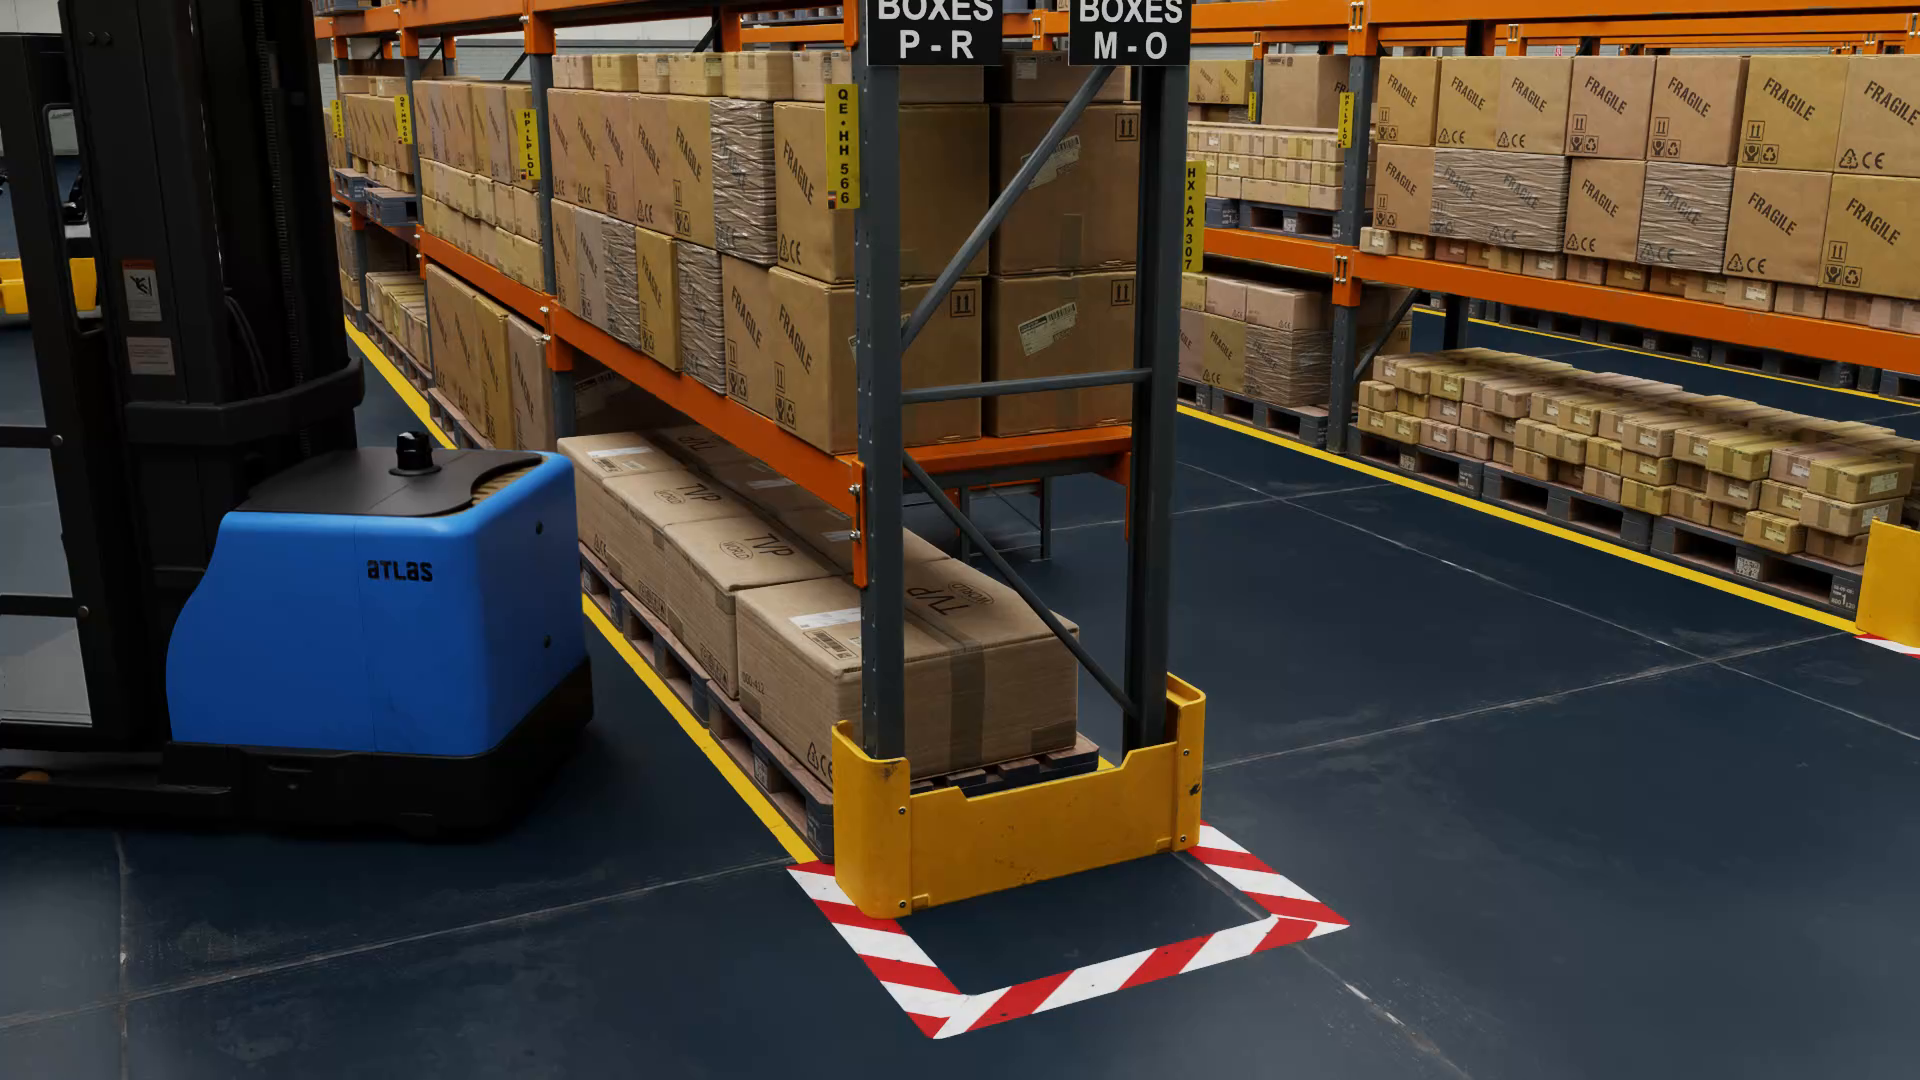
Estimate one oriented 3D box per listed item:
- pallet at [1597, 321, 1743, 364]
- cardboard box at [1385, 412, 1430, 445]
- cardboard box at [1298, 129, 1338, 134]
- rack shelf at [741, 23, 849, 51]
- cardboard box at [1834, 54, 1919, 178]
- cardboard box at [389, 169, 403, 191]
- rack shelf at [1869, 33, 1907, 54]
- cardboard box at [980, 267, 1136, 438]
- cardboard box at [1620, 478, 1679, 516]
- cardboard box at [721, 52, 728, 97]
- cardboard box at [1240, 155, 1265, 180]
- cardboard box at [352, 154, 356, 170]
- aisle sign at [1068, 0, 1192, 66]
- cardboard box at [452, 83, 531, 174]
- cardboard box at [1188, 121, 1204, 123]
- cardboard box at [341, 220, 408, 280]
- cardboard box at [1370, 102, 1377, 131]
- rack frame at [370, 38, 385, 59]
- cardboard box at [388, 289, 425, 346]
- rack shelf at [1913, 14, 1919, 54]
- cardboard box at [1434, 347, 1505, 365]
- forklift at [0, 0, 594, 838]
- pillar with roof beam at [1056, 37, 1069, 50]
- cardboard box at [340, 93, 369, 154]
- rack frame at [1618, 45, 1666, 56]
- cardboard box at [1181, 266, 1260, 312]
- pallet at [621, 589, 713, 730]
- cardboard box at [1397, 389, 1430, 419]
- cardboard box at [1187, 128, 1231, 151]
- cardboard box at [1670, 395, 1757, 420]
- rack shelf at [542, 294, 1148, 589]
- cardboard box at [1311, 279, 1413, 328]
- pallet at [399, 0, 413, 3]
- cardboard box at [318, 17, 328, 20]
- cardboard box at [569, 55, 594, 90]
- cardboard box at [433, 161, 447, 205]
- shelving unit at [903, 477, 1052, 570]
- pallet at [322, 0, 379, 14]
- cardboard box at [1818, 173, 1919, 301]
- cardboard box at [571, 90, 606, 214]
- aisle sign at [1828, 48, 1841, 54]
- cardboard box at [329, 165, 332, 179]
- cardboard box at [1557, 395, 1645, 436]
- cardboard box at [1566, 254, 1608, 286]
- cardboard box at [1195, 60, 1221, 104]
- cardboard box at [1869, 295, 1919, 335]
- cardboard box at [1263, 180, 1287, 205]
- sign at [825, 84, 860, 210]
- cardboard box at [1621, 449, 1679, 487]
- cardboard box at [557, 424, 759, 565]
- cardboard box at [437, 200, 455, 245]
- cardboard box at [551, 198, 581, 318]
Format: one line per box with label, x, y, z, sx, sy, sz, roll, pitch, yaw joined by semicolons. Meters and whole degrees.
pallet;6.396;-1.776;14.557;1.003;0.211;1.213;-8;18;-25
cardboard box;2.824;-0.693;10.136;0.380;0.149;0.250;-7;17;-23
cardboard box;2.620;-2.835;11.807;0.380;0.149;0.250;-8;18;-25
rack shelf;-1.544;-5.632;18.806;1.077;0.370;4.000;-8;18;-25
cardboard box;4.165;-1.820;7.122;0.500;0.500;0.500;-8;18;-26
cardboard box;-4.009;-2.674;12.325;0.380;0.149;0.250;-8;18;-25
rack shelf;10.916;-4.822;15.981;1.077;0.370;4.000;-8;18;-25
cardboard box;0.231;-0.644;5.374;0.500;0.500;0.500;-8;18;-25
cardboard box;3.641;-0.245;8.572;0.380;0.149;0.250;-9;18;-27
cardboard box;-0.599;-1.602;5.724;0.380;0.149;0.250;-8;18;-25
cardboard box;2.139;-2.550;11.354;0.380;0.149;0.250;-8;18;-27
cardboard box;-5.115;-3.323;14.587;0.380;0.149;0.250;-7;18;-24
aisle sign;0.476;-1.709;4.553;0.394;0.787;0.004;-8;18;-25
cardboard box;-2.668;-2.425;9.768;0.500;0.500;0.500;-7;18;-24
cardboard box;1.819;-3.287;13.383;0.380;0.149;0.250;-8;18;-26
cardboard box;-5.574;-2.772;15.837;0.500;0.500;0.500;-8;18;-26
cardboard box;4.677;-4.448;17.863;0.797;0.503;0.637;-6;17;-19
rack frame;-6.826;-4.409;18.677;1.000;3.000;0.127;-8;18;-25
cardboard box;-4.217;-1.876;13.853;0.950;0.372;0.625;-7;17;-23
rack shelf;8.216;-3.231;10.439;1.077;0.370;4.000;-8;18;-25
cardboard box;3.227;-1.118;10.536;0.380;0.149;0.250;-7;17;-23
forklift;-2.921;-0.616;5.585;3.031;2.935;1.130;2;16;7
pillar with roof beam;-0.488;-17.135;52.148;9.100;9.000;0.400;-8;18;-25
cardboard box;-5.126;-3.659;14.582;0.500;0.500;0.500;-7;18;-24
rack frame;10.989;-6.803;27.018;1.000;3.000;0.127;-8;18;-25
cardboard box;1.826;-1.830;12.101;0.500;0.250;0.500;-9;18;-27
pallet;-0.768;0.408;6.947;1.003;0.211;1.213;-8;18;-25
cardboard box;2.899;-0.851;10.146;0.380;0.149;0.250;-8;18;-25
cardboard box;1.796;-2.890;11.998;0.380;0.149;0.250;-8;18;-26
cardboard box;4.071;-0.677;9.002;0.380;0.149;0.250;-7;18;-24
rack shelf;-0.693;-0.592;6.679;1.077;0.370;4.000;-8;18;-25
cardboard box;2.751;-1.633;11.413;0.500;0.250;0.500;-9;18;-27
pallet;-2.991;-3.623;10.843;1.213;0.211;1.003;-7;17;-22
cardboard box;-5.924;-5.037;15.881;0.380;0.149;0.250;-7;17;-23
cardboard box;-1.537;-2.103;7.470;0.380;0.149;0.250;-7;18;-24
cardboard box;-3.096;-2.310;10.727;0.500;0.250;0.500;-7;18;-24
shelving unit;0.003;-0.539;8.590;0.538;1.125;1.048;-8;18;-25
pallet;-4.442;-4.346;13.360;1.213;0.211;1.003;-8;18;-25
cardboard box;4.161;-1.336;7.249;0.500;0.500;0.500;-7;18;-24
cardboard box;-1.362;-1.689;7.204;0.500;0.500;0.500;-8;18;-26
aisle sign;15.140;-8.633;28.685;0.394;0.787;0.004;-8;18;-25
cardboard box;-6.167;-3.717;16.722;0.380;0.149;0.250;-7;18;-24
cardboard box;3.463;-0.673;8.987;0.380;0.149;0.250;-8;18;-25
cardboard box;3.446;-1.445;8.803;0.380;0.149;0.250;-7;17;-23
cardboard box;3.170;-5.489;19.906;0.500;0.500;0.500;-8;18;-25
cardboard box;4.192;-0.991;7.221;0.380;0.149;0.250;-8;18;-25
cardboard box;2.263;-2.339;11.157;0.380;0.149;0.250;-8;18;-25
sign;-0.310;-1.050;4.443;0.100;0.325;0.005;-8;18;-25
cardboard box;3.634;-0.391;8.544;0.380;0.149;0.250;-7;18;-24
cardboard box;-1.390;-0.235;8.016;0.875;0.438;0.875;-8;18;-26
cardboard box;-3.092;-2.076;10.820;0.500;0.250;0.500;-8;18;-27
cardboard box;-1.599;-1.334;7.779;0.500;0.500;0.500;-7;17;-23
